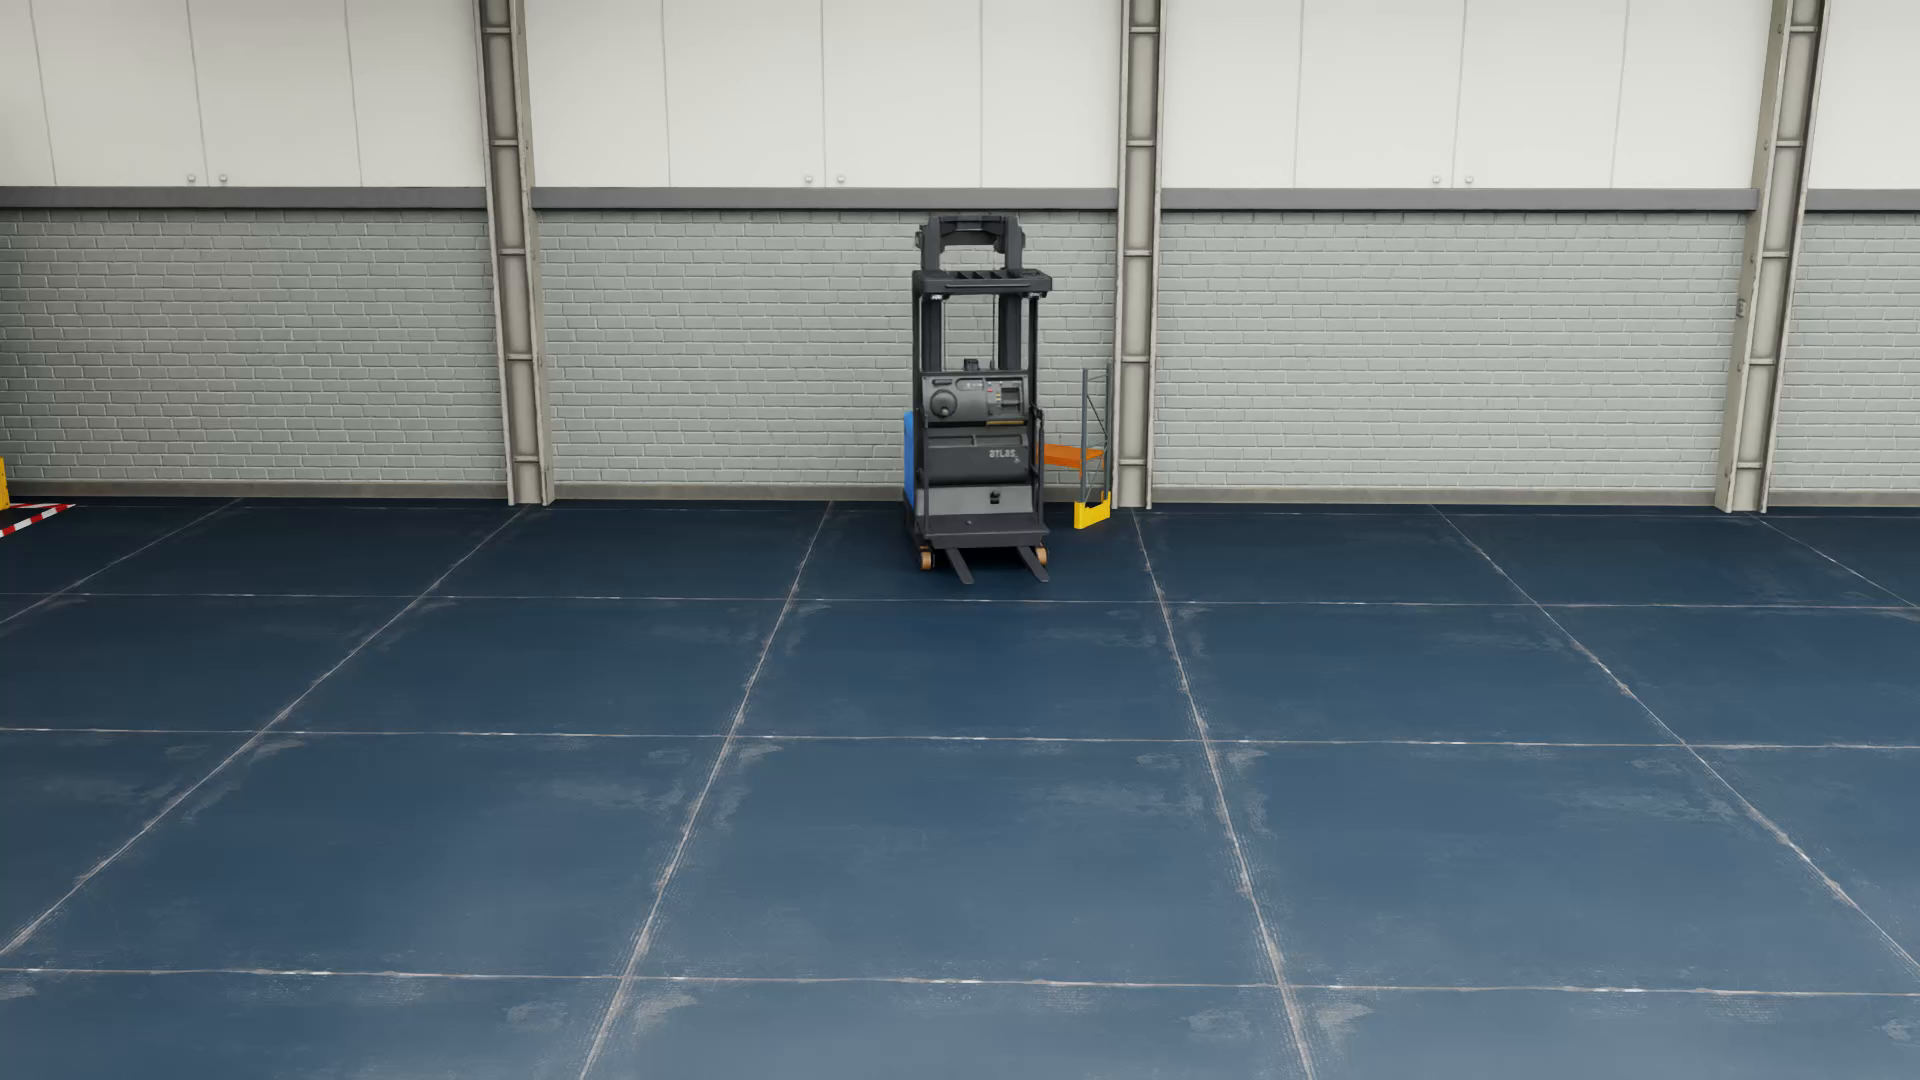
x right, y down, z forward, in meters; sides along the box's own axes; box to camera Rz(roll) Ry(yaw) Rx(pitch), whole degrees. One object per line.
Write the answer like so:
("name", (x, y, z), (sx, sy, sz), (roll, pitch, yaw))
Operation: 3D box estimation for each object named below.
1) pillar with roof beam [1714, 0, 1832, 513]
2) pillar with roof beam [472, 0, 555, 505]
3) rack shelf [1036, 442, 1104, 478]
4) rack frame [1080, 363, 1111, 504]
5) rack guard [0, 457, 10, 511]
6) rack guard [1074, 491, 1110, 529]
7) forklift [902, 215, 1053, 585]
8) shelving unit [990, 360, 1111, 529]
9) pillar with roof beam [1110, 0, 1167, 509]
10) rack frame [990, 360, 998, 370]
("pillar with roof beam", (7.585, -3.561, 11.108), (0.400, 9.000, 9.100), (0, 15, 1))
("pillar with roof beam", (-4.411, -3.639, 11.405), (0.400, 9.000, 9.100), (0, 15, 1))
("rack shelf", (0.856, -0.791, 16.013), (1.000, 0.185, 0.538), (10, 18, 32))
("rack frame", (1.280, -0.893, 15.696), (0.032, 1.500, 0.500), (10, 18, 32))
("rack guard", (-9.602, -0.432, 15.909), (0.348, 0.500, 1.175), (0, 15, 1))
("rack guard", (1.264, -0.292, 15.866), (0.087, 0.250, 0.587), (10, 18, 32))
("forklift", (0.165, -1.249, 14.240), (1.130, 2.935, 3.031), (-2, 15, -8))
("shelving unit", (0.848, -0.966, 15.972), (1.083, 1.500, 0.587), (10, 18, 32))
("pillar with roof beam", (1.587, -3.600, 11.256), (0.400, 9.000, 9.100), (0, 15, 1))
("rack frame", (0.432, -1.036, 16.238), (0.032, 1.500, 0.500), (10, 18, 32))
